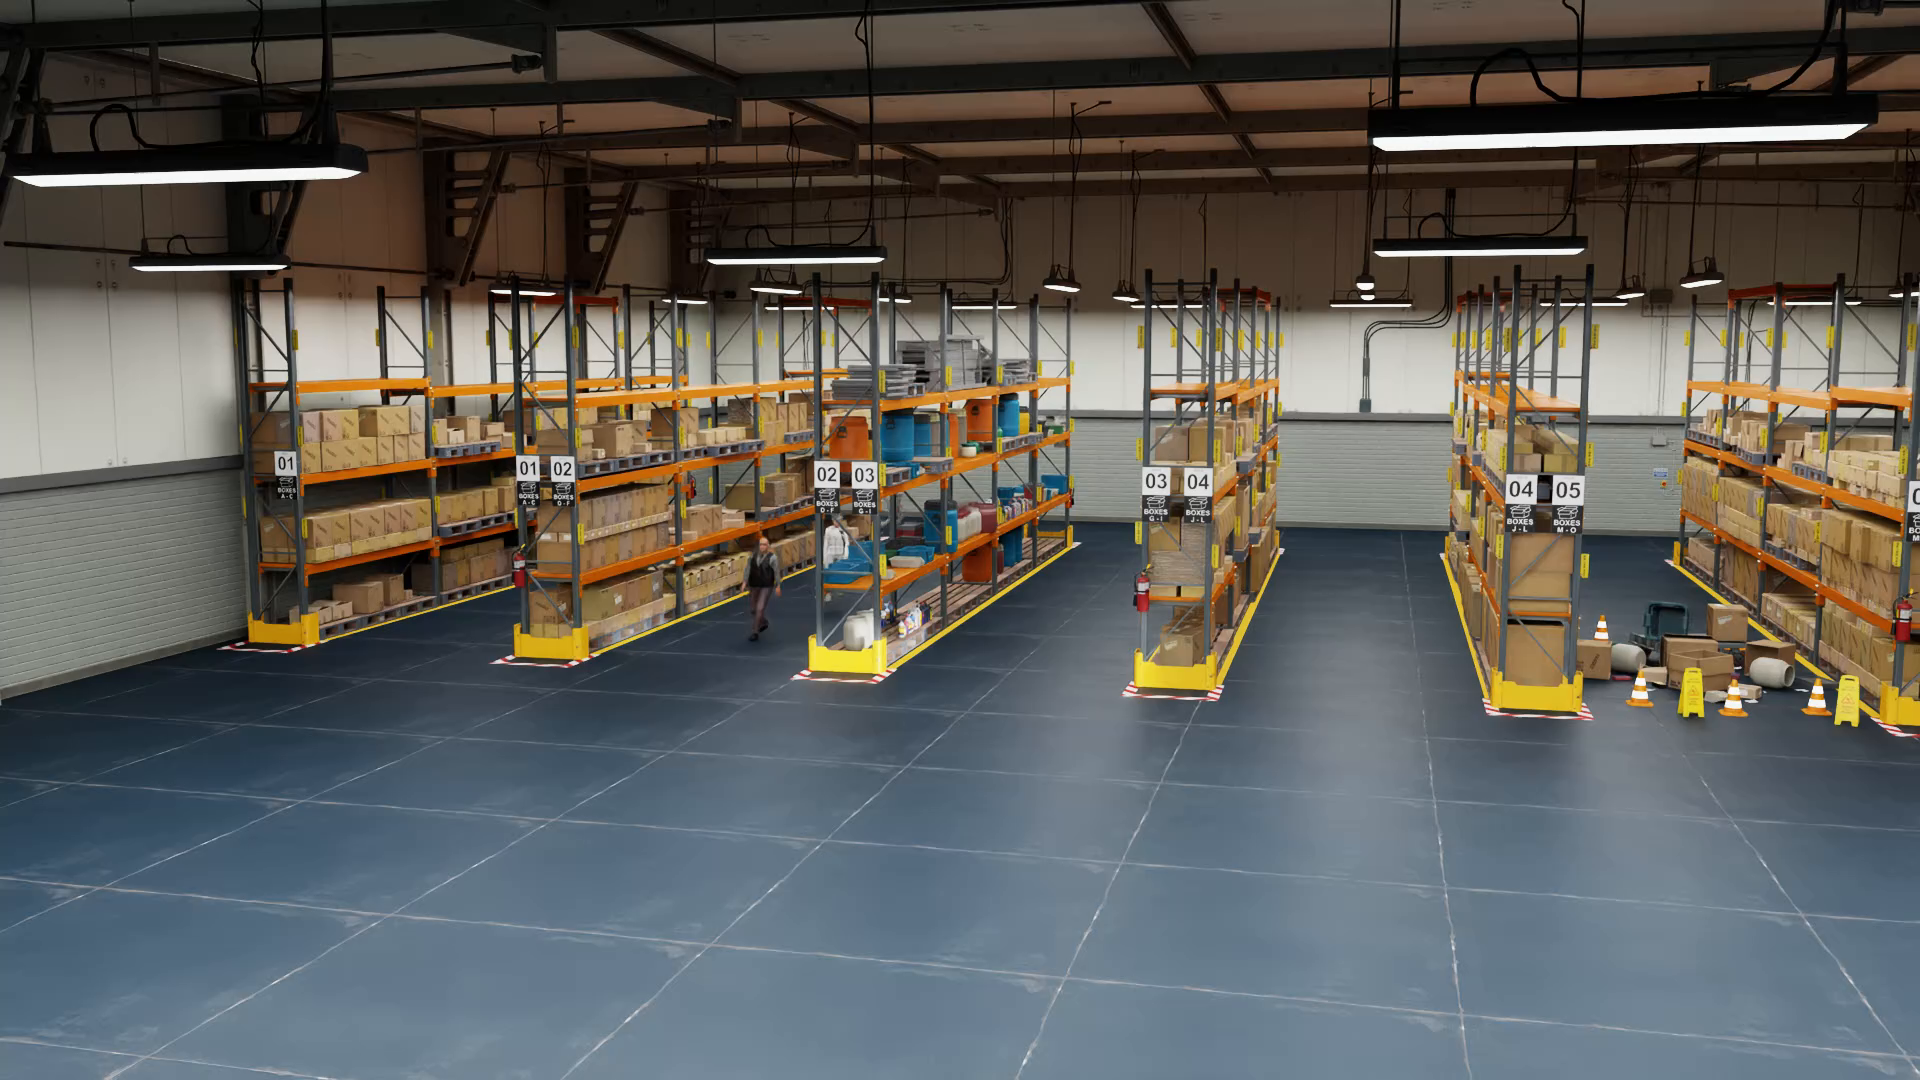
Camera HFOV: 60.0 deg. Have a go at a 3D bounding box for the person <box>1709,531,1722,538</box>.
[{"bbox_3d":[17.992,-0.540,39.262,0.593,1.655,0.441,0,7,-1],"label":"person"}]

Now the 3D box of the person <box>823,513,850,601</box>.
[{"bbox_3d":[-2.279,0.297,30.672,0.507,1.591,0.693,0,7,-2],"label":"person"}]

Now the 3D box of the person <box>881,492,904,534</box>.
[{"bbox_3d":[-1.785,-0.860,42.765,0.674,1.491,0.554,2,7,16],"label":"person"}]

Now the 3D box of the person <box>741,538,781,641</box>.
[{"bbox_3d":[-3.356,0.813,28.044,0.619,1.697,0.834,2,7,14],"label":"person"}]
